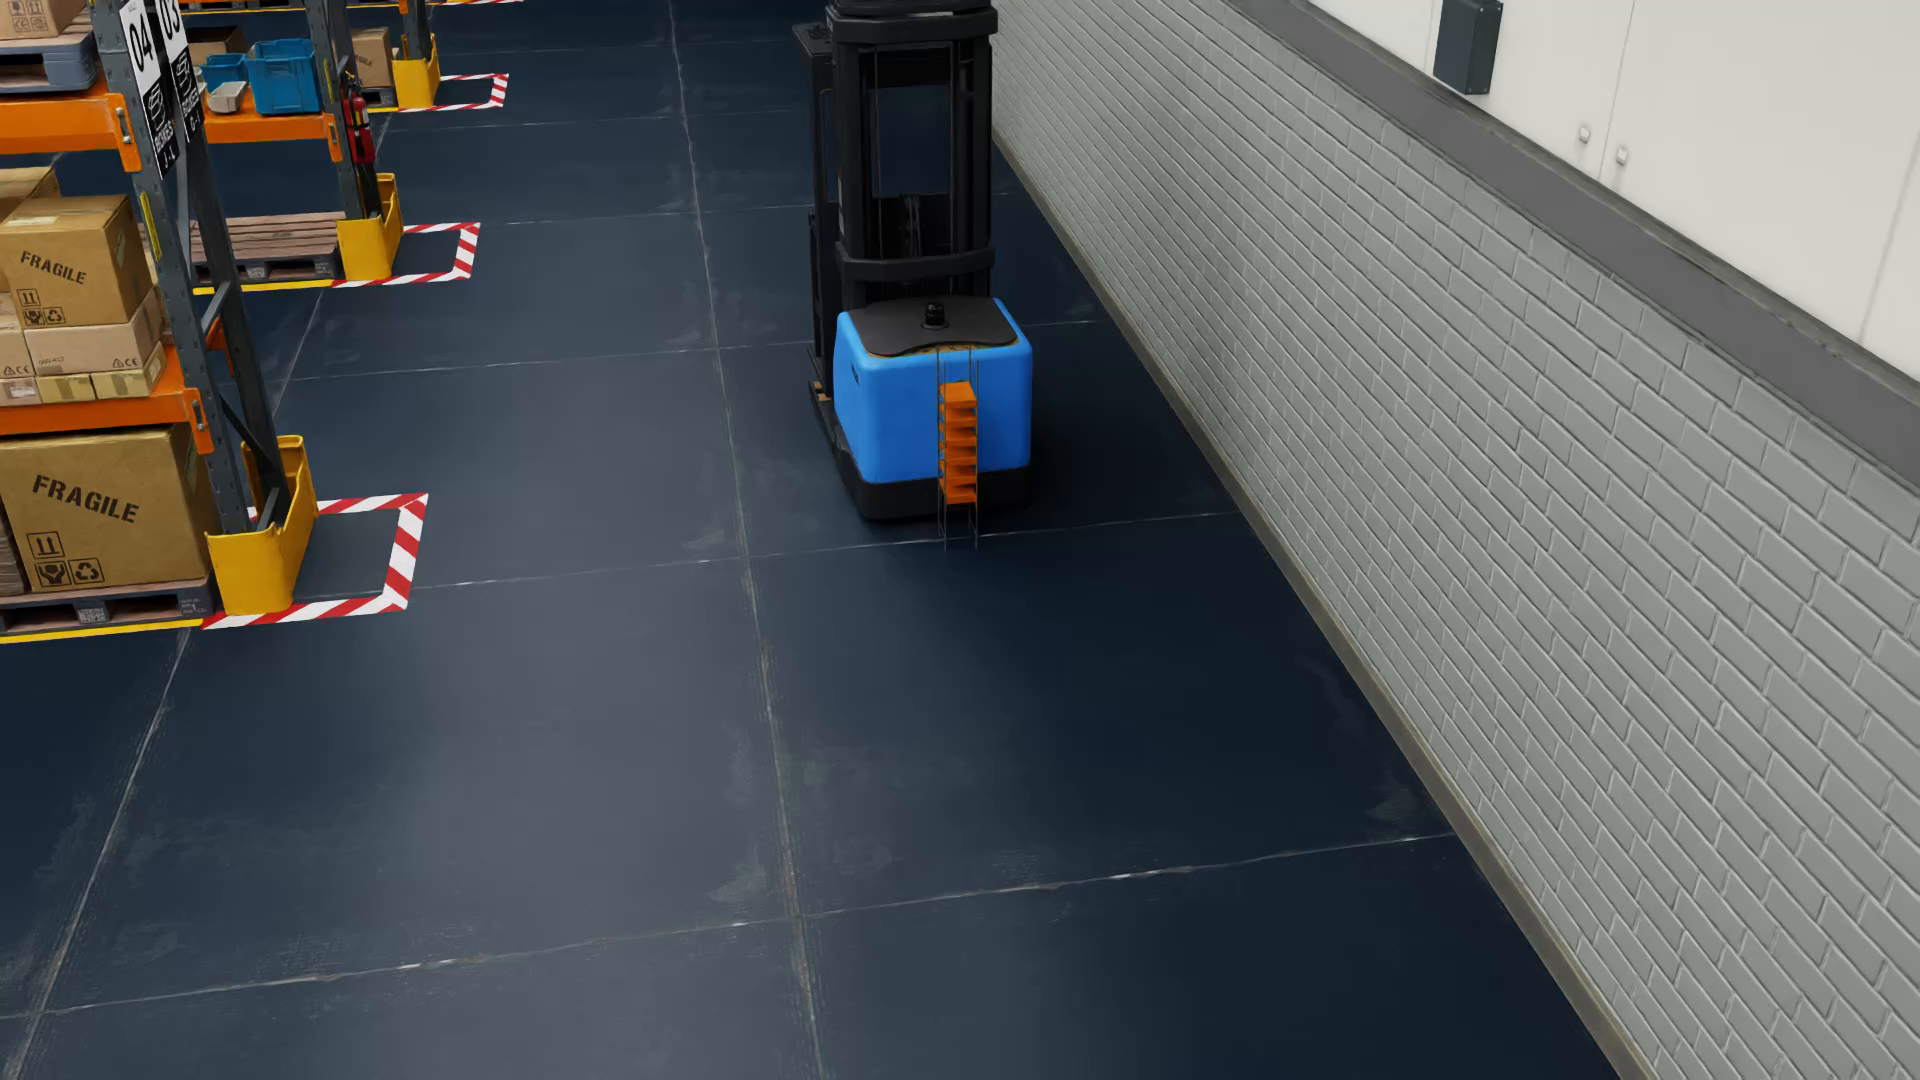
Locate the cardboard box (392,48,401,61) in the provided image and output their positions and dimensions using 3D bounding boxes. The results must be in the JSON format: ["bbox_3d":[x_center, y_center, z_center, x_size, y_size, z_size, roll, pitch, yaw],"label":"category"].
[{"bbox_3d":[-6.217,-5.210,18.030,0.250,0.149,0.380,-5,31,-9],"label":"cardboard box"}]

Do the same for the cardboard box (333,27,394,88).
[{"bbox_3d":[-6.233,-5.056,17.422,0.500,0.500,0.500,-5,31,-9],"label":"cardboard box"}]

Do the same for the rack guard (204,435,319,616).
[{"bbox_3d":[-3.939,-0.102,9.430,0.348,0.500,1.175,-5,31,-9],"label":"rack guard"}]

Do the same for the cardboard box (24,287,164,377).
[{"bbox_3d":[-4.391,-1.064,8.455,0.500,0.250,0.500,-6,31,-10],"label":"cardboard box"}]

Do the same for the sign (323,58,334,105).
[{"bbox_3d":[-4.739,-3.444,12.487,0.005,0.325,0.100,-5,31,-9],"label":"sign"}]

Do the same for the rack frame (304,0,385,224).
[{"bbox_3d":[-4.855,-3.646,12.992,0.127,3.000,1.000,-5,31,-9],"label":"rack frame"}]

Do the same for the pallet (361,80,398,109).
[{"bbox_3d":[-6.602,-4.834,17.763,1.213,0.211,1.003,-5,31,-9],"label":"pallet"}]

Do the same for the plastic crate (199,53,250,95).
[{"bbox_3d":[-5.804,-3.682,13.158,0.300,0.233,0.416,-5,31,-9],"label":"plastic crate"}]

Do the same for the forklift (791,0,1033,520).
[{"bbox_3d":[-0.407,-2.117,10.458,1.130,2.935,3.031,-7,31,-12],"label":"forklift"}]

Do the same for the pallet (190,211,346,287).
[{"bbox_3d":[-5.673,-2.388,13.604,1.213,0.211,1.003,-5,31,-9],"label":"pallet"}]

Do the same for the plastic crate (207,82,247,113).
[{"bbox_3d":[-5.624,-3.394,12.764,0.243,0.136,0.396,-5,31,-9],"label":"plastic crate"}]

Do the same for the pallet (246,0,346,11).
[{"bbox_3d":[-8.609,-7.162,21.722,1.213,0.211,1.003,-5,31,-9],"label":"pallet"}]

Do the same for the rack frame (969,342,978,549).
[{"bbox_3d":[0.076,-0.524,9.458,0.006,1.200,0.240,-5,31,-9],"label":"rack frame"}]

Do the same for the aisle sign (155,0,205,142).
[{"bbox_3d":[-3.946,-2.454,8.399,0.004,0.787,0.394,-5,31,-9],"label":"aisle sign"}]

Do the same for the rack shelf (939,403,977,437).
[{"bbox_3d":[-0.014,-0.684,9.344,0.180,0.103,0.258,-5,31,-9],"label":"rack shelf"}]

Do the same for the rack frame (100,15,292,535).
[{"bbox_3d":[-3.962,-1.177,8.792,0.127,3.000,1.000,-5,31,-9],"label":"rack frame"}]

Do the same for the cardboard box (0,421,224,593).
[{"bbox_3d":[-4.578,-0.344,9.057,0.875,0.875,0.875,-5,31,-9],"label":"cardboard box"}]

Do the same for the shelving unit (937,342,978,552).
[{"bbox_3d":[-0.014,-0.516,9.444,0.189,1.200,0.258,-5,31,-9],"label":"shelving unit"}]

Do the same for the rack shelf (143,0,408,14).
[{"bbox_3d":[-7.710,-5.624,17.065,4.000,0.370,1.077,-5,31,-9],"label":"rack shelf"}]

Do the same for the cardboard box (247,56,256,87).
[{"bbox_3d":[-7.173,-4.877,17.363,0.500,0.250,0.500,-5,31,-9],"label":"cardboard box"}]

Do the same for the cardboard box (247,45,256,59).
[{"bbox_3d":[-7.313,-5.121,17.779,0.500,0.250,0.500,-5,31,-9],"label":"cardboard box"}]

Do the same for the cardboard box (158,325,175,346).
[{"bbox_3d":[-4.371,-1.201,9.081,0.250,0.149,0.380,-5,31,-8],"label":"cardboard box"}]

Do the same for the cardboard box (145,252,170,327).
[{"bbox_3d":[-4.483,-1.331,8.909,0.500,0.250,0.500,-6,31,-10],"label":"cardboard box"}]

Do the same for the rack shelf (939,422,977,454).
[{"bbox_3d":[-0.014,-0.581,9.405,0.180,0.103,0.258,-5,31,-9],"label":"rack shelf"}]

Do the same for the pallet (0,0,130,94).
[{"bbox_3d":[-4.690,-2.359,7.930,1.213,0.211,1.003,-5,31,-9],"label":"pallet"}]

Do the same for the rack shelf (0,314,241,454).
[{"bbox_3d":[-5.930,-0.684,8.664,4.000,0.370,1.077,-5,31,-9],"label":"rack shelf"}]

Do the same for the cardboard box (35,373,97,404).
[{"bbox_3d":[-4.509,-0.847,8.480,0.250,0.149,0.380,-5,31,-8],"label":"cardboard box"}]

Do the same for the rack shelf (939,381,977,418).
[{"bbox_3d":[-0.014,-0.788,9.284,0.180,0.103,0.258,-5,31,-9],"label":"rack shelf"}]

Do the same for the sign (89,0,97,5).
[{"bbox_3d":[-3.878,-2.546,7.365,0.005,0.325,0.100,-5,31,-9],"label":"sign"}]

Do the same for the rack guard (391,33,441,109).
[{"bbox_3d":[-5.818,-5.032,17.815,0.348,0.500,1.175,-5,31,-9],"label":"rack guard"}]

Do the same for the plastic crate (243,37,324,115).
[{"bbox_3d":[-5.150,-3.564,12.758,0.499,0.435,0.616,-5,31,-9],"label":"plastic crate"}]

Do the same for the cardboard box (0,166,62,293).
[{"bbox_3d":[-4.975,-1.609,8.642,0.500,0.500,0.500,-6,31,-10],"label":"cardboard box"}]
